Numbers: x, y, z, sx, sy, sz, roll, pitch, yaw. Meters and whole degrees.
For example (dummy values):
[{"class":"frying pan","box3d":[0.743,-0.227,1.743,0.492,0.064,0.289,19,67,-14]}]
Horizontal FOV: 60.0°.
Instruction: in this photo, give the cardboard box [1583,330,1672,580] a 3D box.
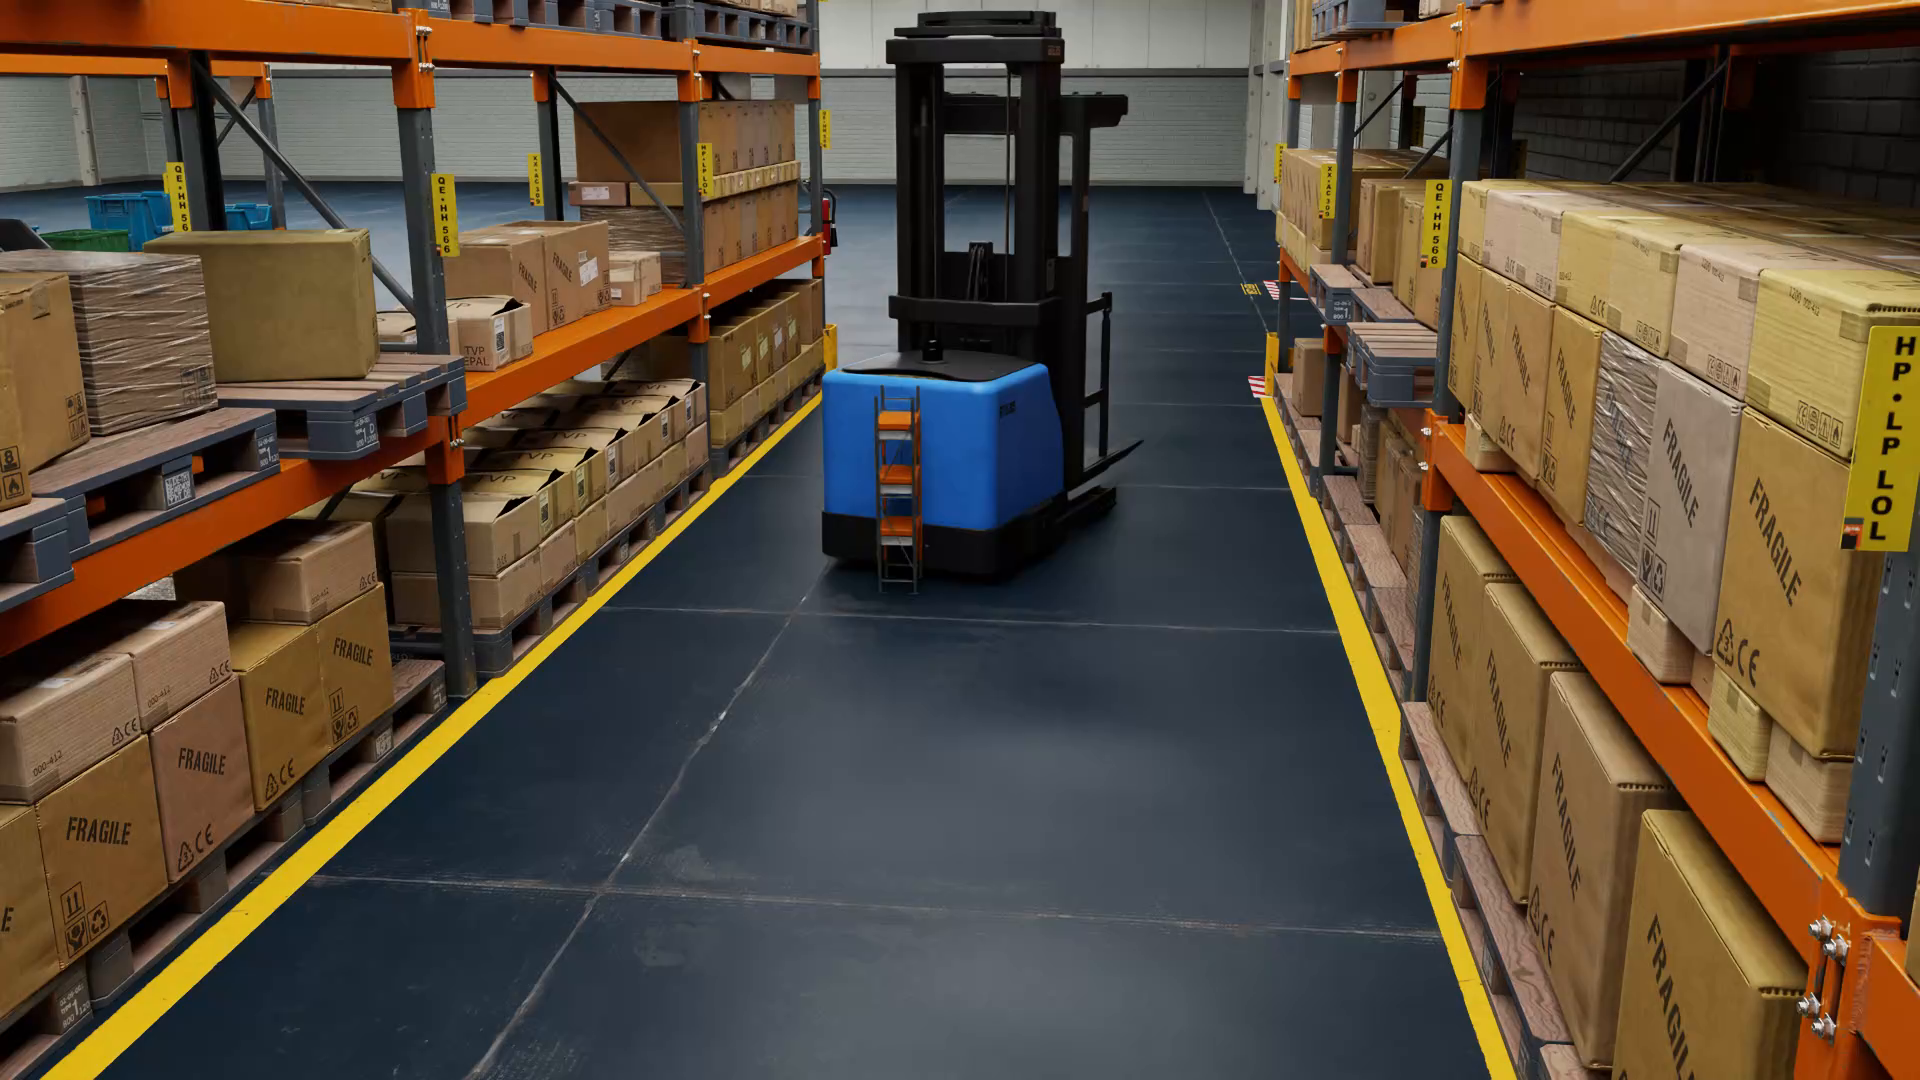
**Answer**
[{"class":"cardboard box","box3d":[1.785,-0.199,3.852,0.500,0.500,0.500,2,15,6]}]

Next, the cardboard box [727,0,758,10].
[{"class":"cardboard box","box3d":[-1.838,-4.019,11.762,0.797,0.503,0.637,3,16,12]}]

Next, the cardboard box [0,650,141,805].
[{"class":"cardboard box","box3d":[-2.642,0.502,4.568,0.500,0.250,0.500,2,15,6]}]

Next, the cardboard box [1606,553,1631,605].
[{"class":"cardboard box","box3d":[1.815,0.080,4.064,0.380,0.149,0.250,1,15,5]}]

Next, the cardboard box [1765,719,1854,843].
[{"class":"cardboard box","box3d":[1.628,0.408,2.850,0.380,0.149,0.250,2,15,7]}]

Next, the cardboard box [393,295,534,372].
[{"class":"cardboard box","box3d":[-2.307,-0.973,7.686,0.500,0.311,0.500,2,15,6]}]

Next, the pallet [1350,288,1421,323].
[{"class":"pallet","box3d":[2.505,-1.067,8.230,1.003,0.211,1.213,2,15,6]}]

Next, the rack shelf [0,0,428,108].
[{"class":"rack shelf","box3d":[-2.826,-1.372,4.622,1.077,0.370,4.000,2,15,6]}]

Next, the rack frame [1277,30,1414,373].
[{"class":"rack frame","box3d":[3.225,-2.720,13.975,1.000,3.000,0.127,2,15,6]}]

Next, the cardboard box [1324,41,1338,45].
[{"class":"cardboard box","box3d":[2.655,-3.458,10.726,0.500,0.500,0.500,0,15,2]}]

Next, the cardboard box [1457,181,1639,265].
[{"class":"cardboard box","box3d":[2.011,-1.091,5.714,0.500,0.250,0.500,2,15,8]}]

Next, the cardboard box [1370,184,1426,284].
[{"class":"cardboard box","box3d":[2.612,-1.668,9.048,0.700,0.500,0.500,3,15,12]}]

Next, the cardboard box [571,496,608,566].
[{"class":"cardboard box","box3d":[-2.141,-0.058,8.593,0.500,0.250,0.500,1,15,5]}]

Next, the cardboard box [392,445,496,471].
[{"class":"cardboard box","box3d":[-2.674,-0.345,8.581,0.500,0.311,0.500,2,15,6]}]

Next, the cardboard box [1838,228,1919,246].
[{"class":"cardboard box","box3d":[2.286,-0.549,3.709,0.500,0.250,0.500,1,15,4]}]

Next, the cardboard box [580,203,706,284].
[{"class":"cardboard box","box3d":[-2.105,-1.991,11.087,0.700,0.500,0.500,1,15,5]}]

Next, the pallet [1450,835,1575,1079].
[{"class":"pallet","box3d":[2.018,1.219,4.751,1.003,0.211,1.213,2,15,6]}]

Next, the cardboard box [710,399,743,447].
[{"class":"cardboard box","box3d":[-1.795,-0.814,11.390,0.500,0.250,0.500,2,15,6]}]

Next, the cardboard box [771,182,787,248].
[{"class":"cardboard box","box3d":[-1.817,-2.656,13.547,0.700,0.500,0.500,2,15,8]}]

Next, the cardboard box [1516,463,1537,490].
[{"class":"cardboard box","box3d":[1.998,-0.255,5.300,0.380,0.149,0.250,2,15,6]}]

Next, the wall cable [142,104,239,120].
[{"class":"wall cable","box3d":[-22.262,-13.344,47.719,3.097,2.526,0.112,2,15,6]}]

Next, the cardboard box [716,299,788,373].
[{"class":"cardboard box","box3d":[-1.618,-1.565,12.730,0.500,0.500,0.500,2,15,6]}]

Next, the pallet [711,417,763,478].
[{"class":"pallet","box3d":[-2.018,-0.687,11.796,1.003,0.211,1.213,2,15,6]}]

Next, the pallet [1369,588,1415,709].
[{"class":"pallet","box3d":[2.412,0.498,7.415,1.003,0.211,1.213,2,15,6]}]

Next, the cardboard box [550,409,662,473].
[{"class":"cardboard box","box3d":[-2.021,-0.596,9.507,0.500,0.311,0.500,2,15,6]}]

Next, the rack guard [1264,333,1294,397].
[{"class":"rack guard","box3d":[3.216,-1.494,14.228,1.175,0.500,0.348,2,15,6]}]

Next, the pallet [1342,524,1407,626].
[{"class":"pallet","box3d":[2.552,0.183,8.582,1.003,0.211,1.213,2,15,6]}]

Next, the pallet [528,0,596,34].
[{"class":"pallet","box3d":[-2.489,-2.616,8.204,1.003,0.211,1.213,2,15,9]}]

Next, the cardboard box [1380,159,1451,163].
[{"class":"cardboard box","box3d":[3.158,-2.361,11.458,0.500,0.500,0.500,2,15,8]}]

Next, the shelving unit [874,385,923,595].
[{"class":"shelving unit","box3d":[-0.314,-0.256,8.572,0.215,1.050,0.252,1,19,5]}]

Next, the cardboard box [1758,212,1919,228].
[{"class":"cardboard box","box3d":[2.349,-0.684,4.209,0.500,0.250,0.500,1,15,5]}]

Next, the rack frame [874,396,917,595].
[{"class":"rack frame","box3d":[-0.325,-0.217,8.456,0.200,1.050,0.008,1,19,5]}]

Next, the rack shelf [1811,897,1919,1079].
[{"class":"rack shelf","box3d":[1.645,1.258,0.640,1.077,0.370,4.000,2,15,6]}]

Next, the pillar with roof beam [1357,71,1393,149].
[{"class":"pillar with roof beam","box3d":[0.405,-7.092,18.650,9.100,9.000,0.400,2,15,6]}]

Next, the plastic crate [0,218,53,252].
[{"class":"plastic crate","box3d":[-6.885,-2.076,11.714,0.767,0.338,0.504,2,15,6]}]

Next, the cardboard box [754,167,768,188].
[{"class":"cardboard box","box3d":[-1.696,-2.786,12.784,0.380,0.149,0.250,2,15,8]}]

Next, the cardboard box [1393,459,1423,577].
[{"class":"cardboard box","box3d":[2.553,-0.099,8.228,0.700,0.500,0.500,2,15,6]}]

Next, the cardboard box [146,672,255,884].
[{"class":"cardboard box","box3d":[-2.584,0.724,5.183,0.500,0.500,0.500,1,15,4]}]

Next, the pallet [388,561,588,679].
[{"class":"pallet","box3d":[-2.469,0.344,7.987,1.003,0.211,1.213,2,15,6]}]

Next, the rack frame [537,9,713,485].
[{"class":"rack frame","box3d":[-2.149,-1.828,10.674,1.000,3.000,0.127,2,15,6]}]

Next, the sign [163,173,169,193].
[{"class":"sign","box3d":[-7.165,-3.163,15.082,0.100,0.325,0.005,2,15,6]}]

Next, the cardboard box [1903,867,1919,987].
[{"class":"cardboard box","box3d":[1.793,0.388,1.907,0.980,0.700,0.700,2,15,7]}]

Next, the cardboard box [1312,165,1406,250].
[{"class":"cardboard box","box3d":[2.520,-2.114,10.544,0.500,0.500,0.500,2,15,6]}]

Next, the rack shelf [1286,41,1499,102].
[{"class":"rack shelf","box3d":[2.999,-3.302,11.759,1.077,0.370,4.000,2,15,6]}]

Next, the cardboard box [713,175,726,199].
[{"class":"cardboard box","box3d":[-1.842,-2.453,11.553,0.380,0.149,0.250,2,15,6]}]

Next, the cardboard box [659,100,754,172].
[{"class":"cardboard box","box3d":[-1.935,-3.008,12.362,0.700,0.500,0.500,2,15,6]}]

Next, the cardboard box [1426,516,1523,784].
[{"class":"cardboard box","box3d":[2.109,0.377,5.836,0.750,0.750,0.750,1,15,6]}]

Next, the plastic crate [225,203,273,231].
[{"class":"plastic crate","box3d":[-6.378,-2.801,14.561,0.499,0.251,0.616,2,15,6]}]

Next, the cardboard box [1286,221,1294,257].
[{"class":"cardboard box","box3d":[2.747,-2.273,12.571,0.500,0.250,0.500,1,15,5]}]

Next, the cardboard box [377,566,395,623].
[{"class":"cardboard box","box3d":[-2.783,0.191,7.673,0.500,0.250,0.500,2,15,8]}]

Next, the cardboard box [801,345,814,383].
[{"class":"cardboard box","box3d":[-1.509,-1.463,13.787,0.500,0.250,0.500,2,15,6]}]

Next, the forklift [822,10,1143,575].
[{"class":"forklift","box3d":[0.317,-1.570,9.855,1.130,2.935,3.031,7,17,24]}]

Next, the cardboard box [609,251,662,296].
[{"class":"cardboard box","box3d":[-2.161,-1.626,10.217,0.500,0.250,0.500,3,15,10]}]

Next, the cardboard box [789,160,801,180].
[{"class":"cardboard box","box3d":[-1.551,-3.122,14.026,0.380,0.149,0.250,1,15,5]}]

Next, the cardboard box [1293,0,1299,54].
[{"class":"cardboard box","box3d":[2.939,-4.147,13.274,0.500,0.500,0.500,2,15,8]}]

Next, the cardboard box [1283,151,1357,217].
[{"class":"cardboard box","box3d":[2.807,-2.776,12.996,0.500,0.500,0.500,2,15,6]}]

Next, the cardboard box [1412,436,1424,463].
[{"class":"cardboard box","box3d":[2.531,-0.481,8.203,0.500,0.250,0.500,2,15,6]}]

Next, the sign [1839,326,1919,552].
[{"class":"sign","box3d":[1.331,-0.142,2.374,0.100,0.325,0.005,2,15,6]}]
